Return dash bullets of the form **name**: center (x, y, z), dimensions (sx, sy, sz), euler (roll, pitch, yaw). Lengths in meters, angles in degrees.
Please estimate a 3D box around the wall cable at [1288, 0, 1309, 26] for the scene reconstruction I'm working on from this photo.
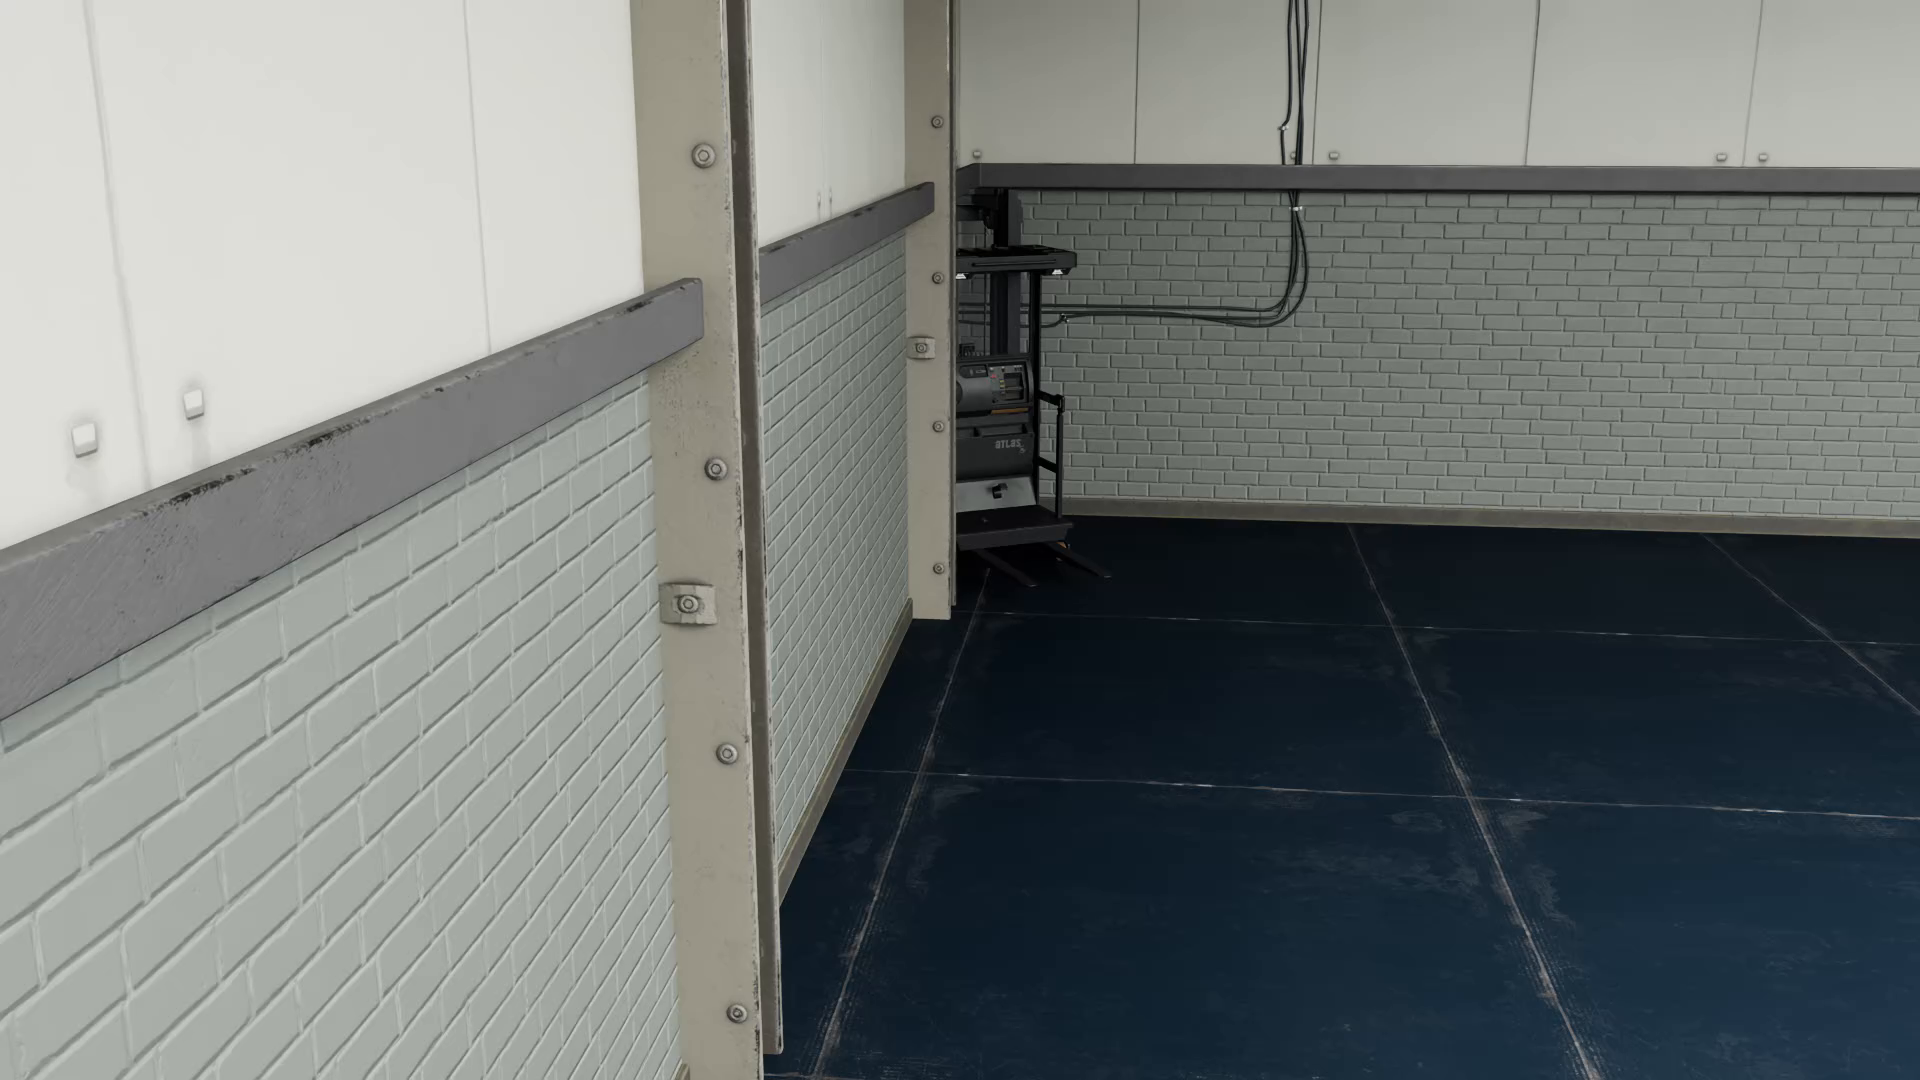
- **wall cable**: center (4.130, -5.409, 13.200), dimensions (3.097, 2.526, 0.112), euler (2, 15, 6)

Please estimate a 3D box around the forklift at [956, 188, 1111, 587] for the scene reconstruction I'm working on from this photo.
- **forklift**: center (0.237, -1.264, 13.220), dimensions (1.130, 2.935, 3.031), euler (-6, 16, -22)

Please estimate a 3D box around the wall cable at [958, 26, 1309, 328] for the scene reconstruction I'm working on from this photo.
- **wall cable**: center (1.442, -3.051, 14.154), dimensions (3.097, 2.526, 0.112), euler (2, 15, 6)

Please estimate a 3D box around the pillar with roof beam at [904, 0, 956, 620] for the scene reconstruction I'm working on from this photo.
- **pillar with roof beam**: center (4.073, -3.698, 10.598), dimensions (9.100, 9.000, 0.400), euler (2, 15, 6)

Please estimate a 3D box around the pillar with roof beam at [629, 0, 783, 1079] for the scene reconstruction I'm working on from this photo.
- **pillar with roof beam**: center (3.396, -2.142, 4.843), dimensions (9.100, 9.000, 0.400), euler (2, 15, 6)
